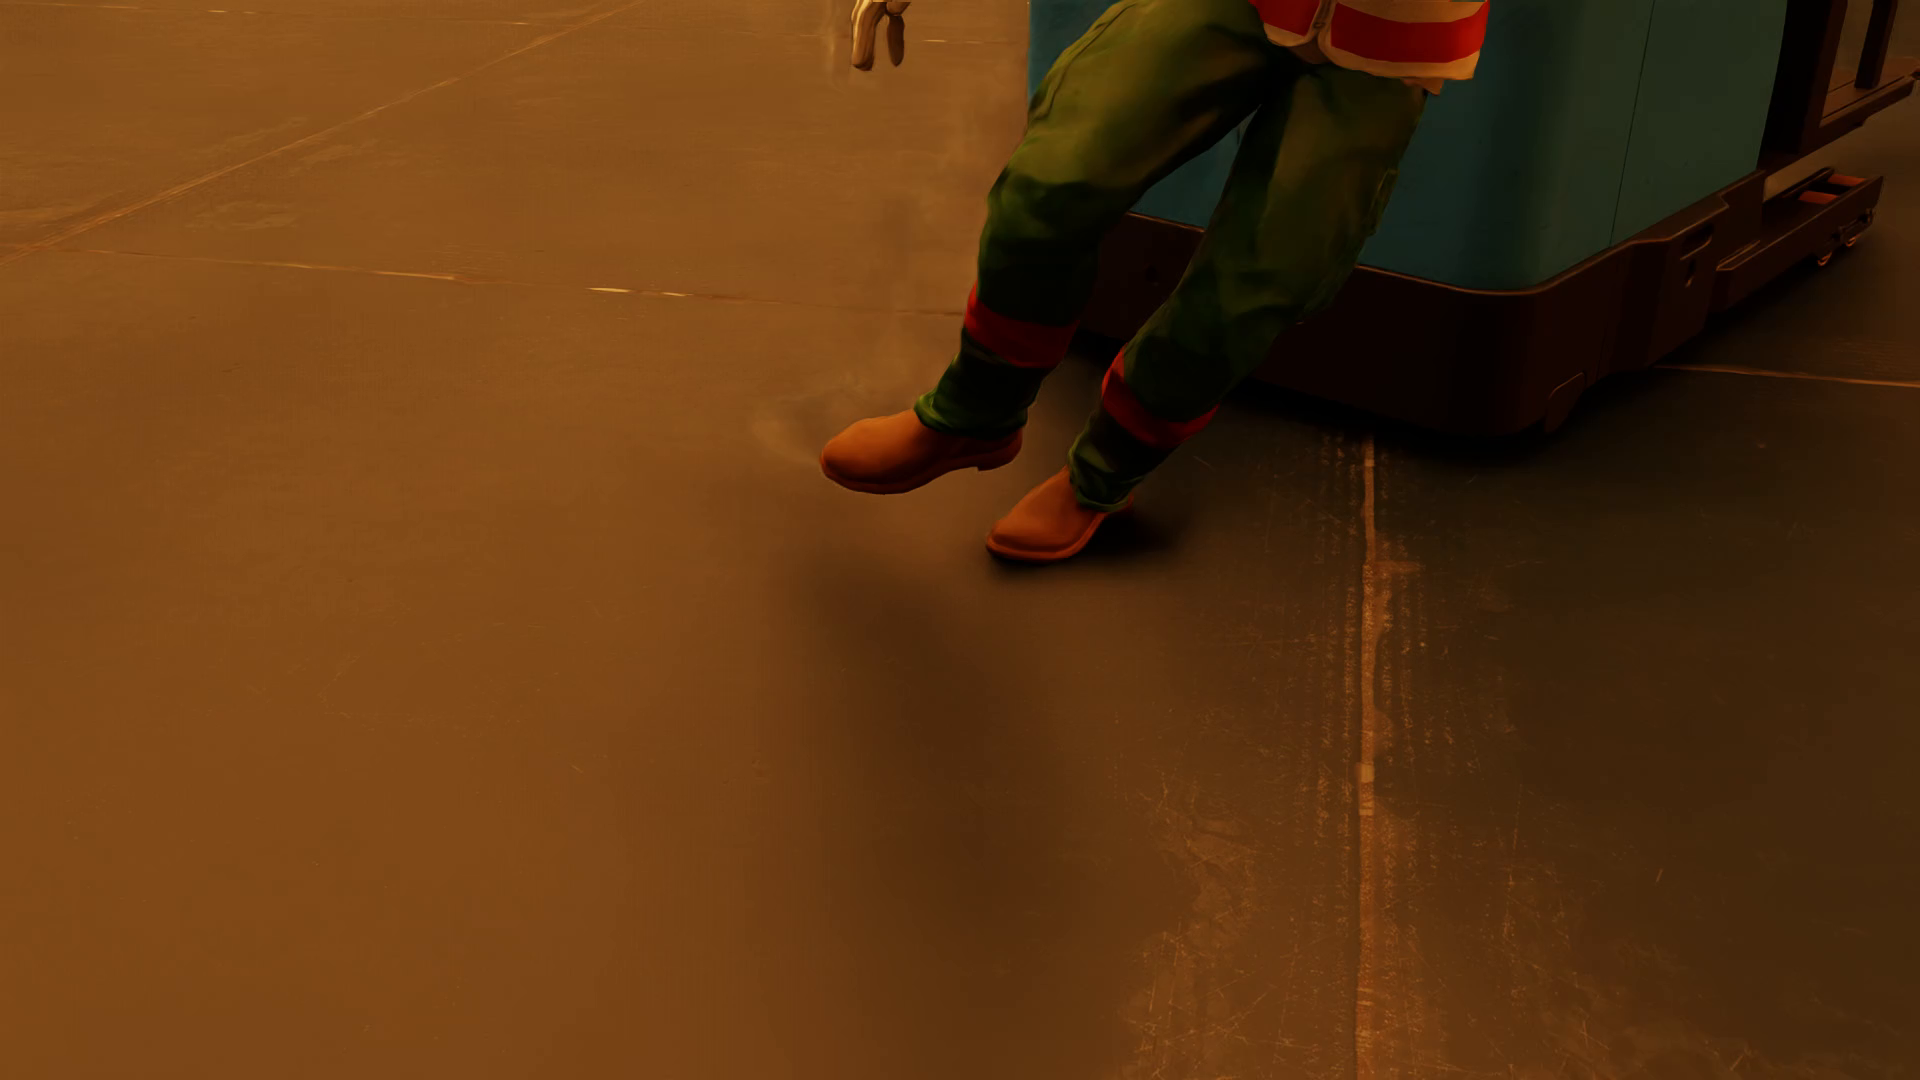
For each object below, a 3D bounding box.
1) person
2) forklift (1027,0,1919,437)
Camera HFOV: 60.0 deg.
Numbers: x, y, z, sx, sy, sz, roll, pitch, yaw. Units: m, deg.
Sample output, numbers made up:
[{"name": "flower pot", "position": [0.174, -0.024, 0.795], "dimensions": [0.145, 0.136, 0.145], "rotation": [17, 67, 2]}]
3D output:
[{"name": "person", "position": [0.282, -0.569, 1.948], "dimensions": [1.067, 1.529, 0.919], "rotation": [8, 28, 15]}, {"name": "forklift", "position": [1.470, -2.054, 3.317], "dimensions": [1.130, 2.935, 3.031], "rotation": [22, 34, 37]}]
